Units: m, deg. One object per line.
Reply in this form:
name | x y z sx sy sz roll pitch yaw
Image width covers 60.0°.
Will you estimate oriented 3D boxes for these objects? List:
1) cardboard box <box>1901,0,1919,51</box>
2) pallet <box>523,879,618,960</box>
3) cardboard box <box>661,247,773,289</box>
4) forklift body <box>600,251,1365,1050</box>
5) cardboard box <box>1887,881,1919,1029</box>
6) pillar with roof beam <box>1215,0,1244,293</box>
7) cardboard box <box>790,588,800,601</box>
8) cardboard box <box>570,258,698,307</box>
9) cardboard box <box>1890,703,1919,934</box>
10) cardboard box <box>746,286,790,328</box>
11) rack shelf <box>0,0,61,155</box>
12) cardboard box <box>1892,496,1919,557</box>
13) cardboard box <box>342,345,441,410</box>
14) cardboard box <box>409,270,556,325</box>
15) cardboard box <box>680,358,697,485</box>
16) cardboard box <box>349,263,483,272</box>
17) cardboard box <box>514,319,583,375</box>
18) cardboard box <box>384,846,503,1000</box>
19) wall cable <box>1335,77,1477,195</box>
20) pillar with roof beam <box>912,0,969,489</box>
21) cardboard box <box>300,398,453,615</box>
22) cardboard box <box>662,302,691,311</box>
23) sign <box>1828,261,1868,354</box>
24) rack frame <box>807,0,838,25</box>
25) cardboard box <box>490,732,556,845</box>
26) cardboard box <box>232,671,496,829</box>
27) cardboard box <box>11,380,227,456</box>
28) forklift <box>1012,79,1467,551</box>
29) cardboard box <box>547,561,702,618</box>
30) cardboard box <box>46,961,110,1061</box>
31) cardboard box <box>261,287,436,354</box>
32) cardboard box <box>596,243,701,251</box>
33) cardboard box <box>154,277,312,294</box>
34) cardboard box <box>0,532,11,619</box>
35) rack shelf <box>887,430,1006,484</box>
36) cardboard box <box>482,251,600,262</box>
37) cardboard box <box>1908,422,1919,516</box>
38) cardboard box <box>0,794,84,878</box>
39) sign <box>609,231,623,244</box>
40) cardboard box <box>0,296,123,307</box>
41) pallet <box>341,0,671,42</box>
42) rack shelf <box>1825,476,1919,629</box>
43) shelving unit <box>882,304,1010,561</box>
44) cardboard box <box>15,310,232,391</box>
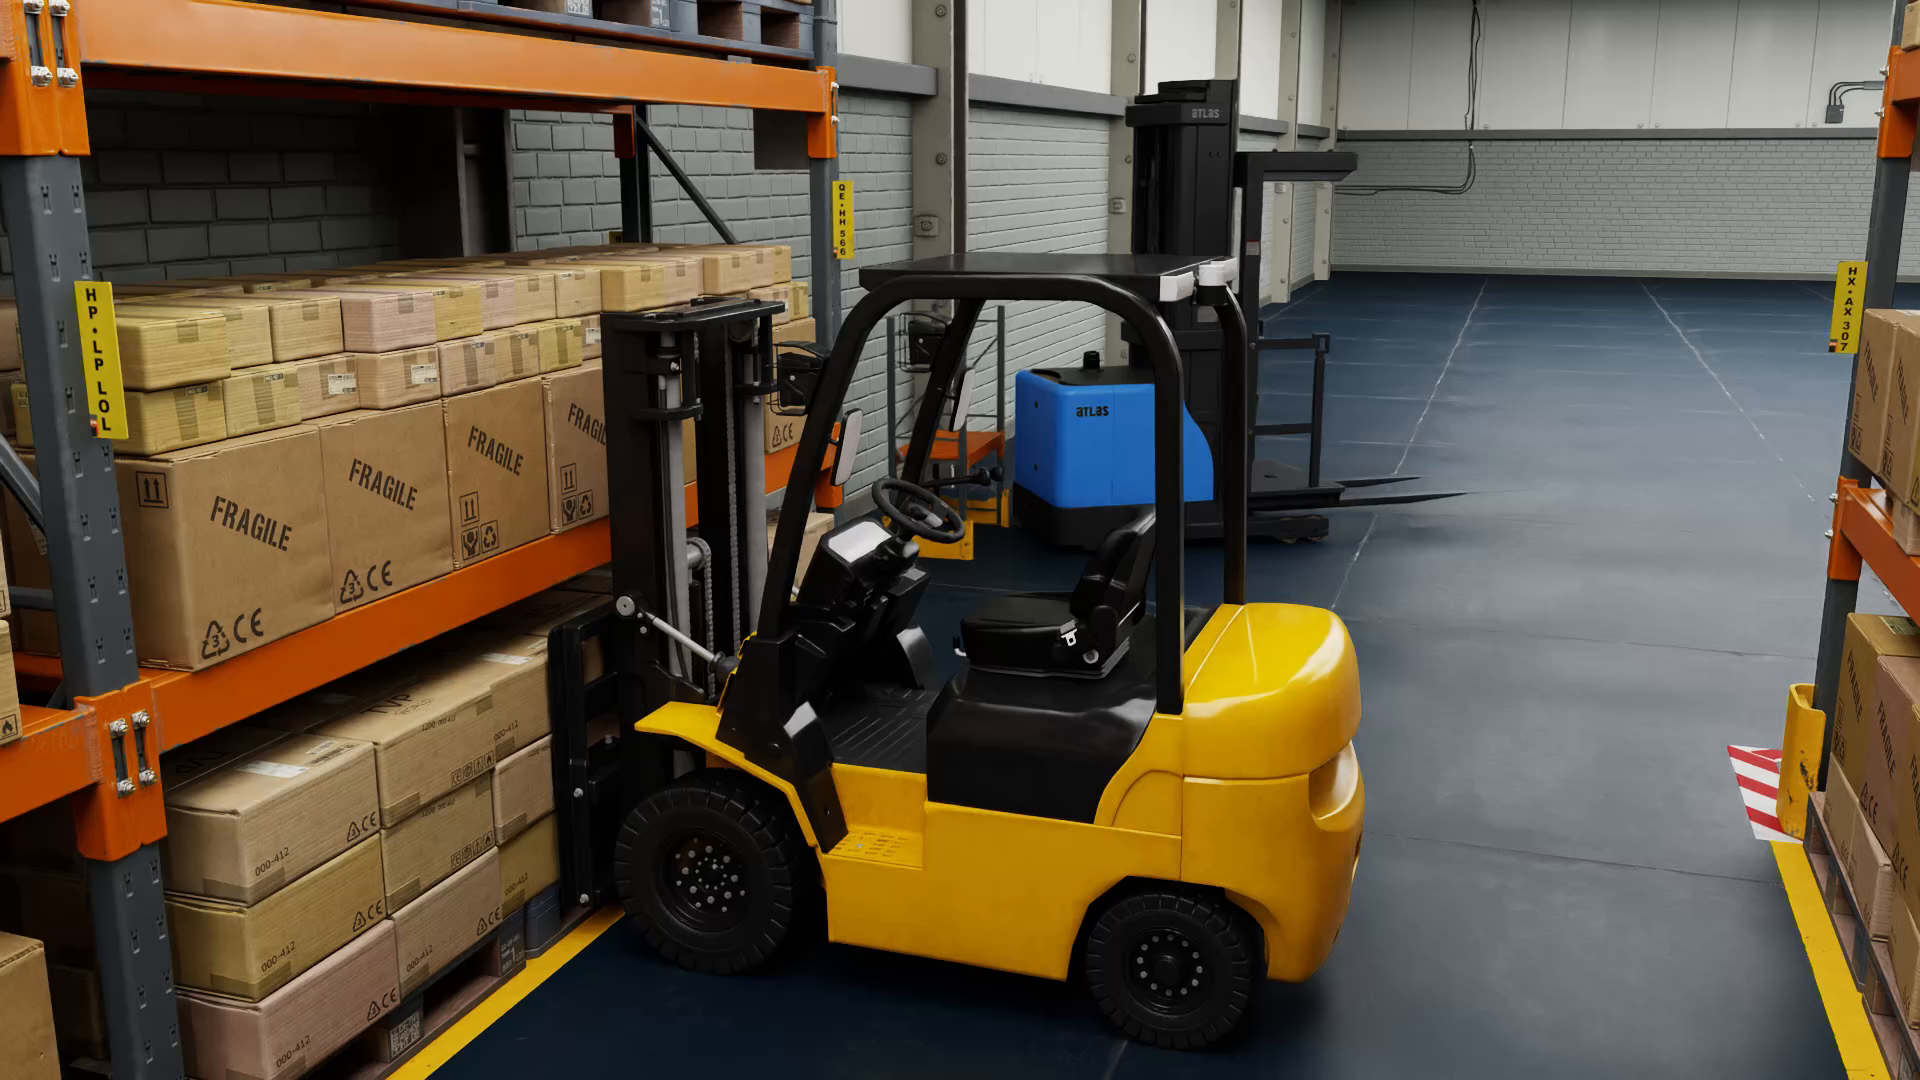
cardboard box | 3.275 -1.663 5.355 0.380 0.149 0.250 4 14 18
pallet | -1.613 1.054 5.897 1.003 0.211 1.213 4 14 18
cardboard box | -0.976 -1.091 6.676 0.380 0.149 0.250 4 14 18
forklift body | 0.104 0.219 5.197 2.313 2.155 1.214 4 14 18
cardboard box | 2.830 1.139 4.491 0.500 0.250 0.500 5 14 22
pillar with roof beam | 7.811 -7.049 21.648 9.100 9.000 0.400 4 14 18
cardboard box | -0.870 0.291 7.083 0.500 0.250 0.500 4 14 18
cardboard box | -1.165 -0.924 5.945 0.380 0.149 0.250 5 14 20
cardboard box | 2.824 0.771 4.418 0.500 0.500 0.500 5 14 19
cardboard box | -0.910 -0.942 6.690 0.380 0.149 0.250 5 14 19
rack shelf | -2.950 -0.574 1.638 1.077 0.370 4.000 4 14 18
cardboard box | 3.027 -0.036 4.969 0.380 0.149 0.250 5 14 19
cardboard box | -1.661 -0.455 4.558 0.380 0.149 0.250 5 14 20
cardboard box | -1.513 -0.770 5.270 0.380 0.149 0.250 4 14 19
cardboard box | -1.262 -0.436 5.931 0.500 0.500 0.500 4 13 17
cardboard box | -1.847 -0.857 5.650 0.380 0.149 0.250 4 14 19
cardboard box | -1.432 -0.621 5.285 0.380 0.149 0.250 4 13 17
cardboard box | -1.683 1.066 4.812 0.500 0.250 0.500 4 13 17
wall cable | 9.824 -8.897 36.722 3.097 2.526 0.112 4 14 18
pillar with roof beam | 3.928 -4.522 10.578 9.100 9.000 0.400 4 14 18
cardboard box | -1.759 -0.118 4.539 0.500 0.500 0.500 5 14 19
cardboard box | -1.185 -0.780 5.984 0.380 0.149 0.250 4 13 17
sign | 3.176 -0.830 5.939 0.100 0.325 0.005 4 14 18
rack frame | -1.009 -3.651 6.760 1.000 3.000 0.127 4 14 18
cardboard box | -1.520 0.718 5.215 0.500 0.250 0.500 4 14 18
cardboard box | -1.674 0.578 4.701 0.500 0.250 0.500 4 14 18
cardboard box | -1.951 -0.297 3.865 0.380 0.149 0.250 4 13 18
forklift | 1.934 -1.518 11.053 3.031 2.935 1.130 -3 13 -15
cardboard box | -1.176 0.257 6.110 0.500 0.250 0.500 5 14 19
cardboard box | -2.337 1.135 4.508 0.500 0.250 0.500 5 14 19
cardboard box | -1.665 -0.602 4.534 0.380 0.149 0.250 5 14 20
cardboard box | -1.319 -1.181 7.068 0.380 0.149 0.250 4 13 17
cardboard box | -2.167 -0.700 4.961 0.380 0.149 0.250 4 13 17
cardboard box | -2.220 0.068 3.165 0.500 0.250 0.500 4 13 17
rack shelf | -0.075 -0.561 10.882 0.538 0.185 1.000 3 13 14
cardboard box | -1.602 -1.020 6.366 0.380 0.149 0.250 4 14 19
cardboard box | 2.945 -0.267 4.522 0.500 0.500 0.500 4 13 17
cardboard box | -2.327 0.647 4.400 0.500 0.250 0.500 5 14 20
sign | -1.532 -1.228 7.503 0.100 0.325 0.005 4 14 18
cardboard box | -2.365 -0.532 4.229 0.380 0.149 0.250 4 13 17
pallet | -1.655 -1.740 5.330 1.003 0.211 1.213 4 14 18
rack shelf | 3.042 0.403 4.100 1.077 0.370 4.000 4 14 18
shelving unit | -0.078 -0.734 10.834 0.587 1.500 1.083 3 13 14
cardboard box | -1.919 -0.439 3.821 0.380 0.149 0.250 5 14 20
